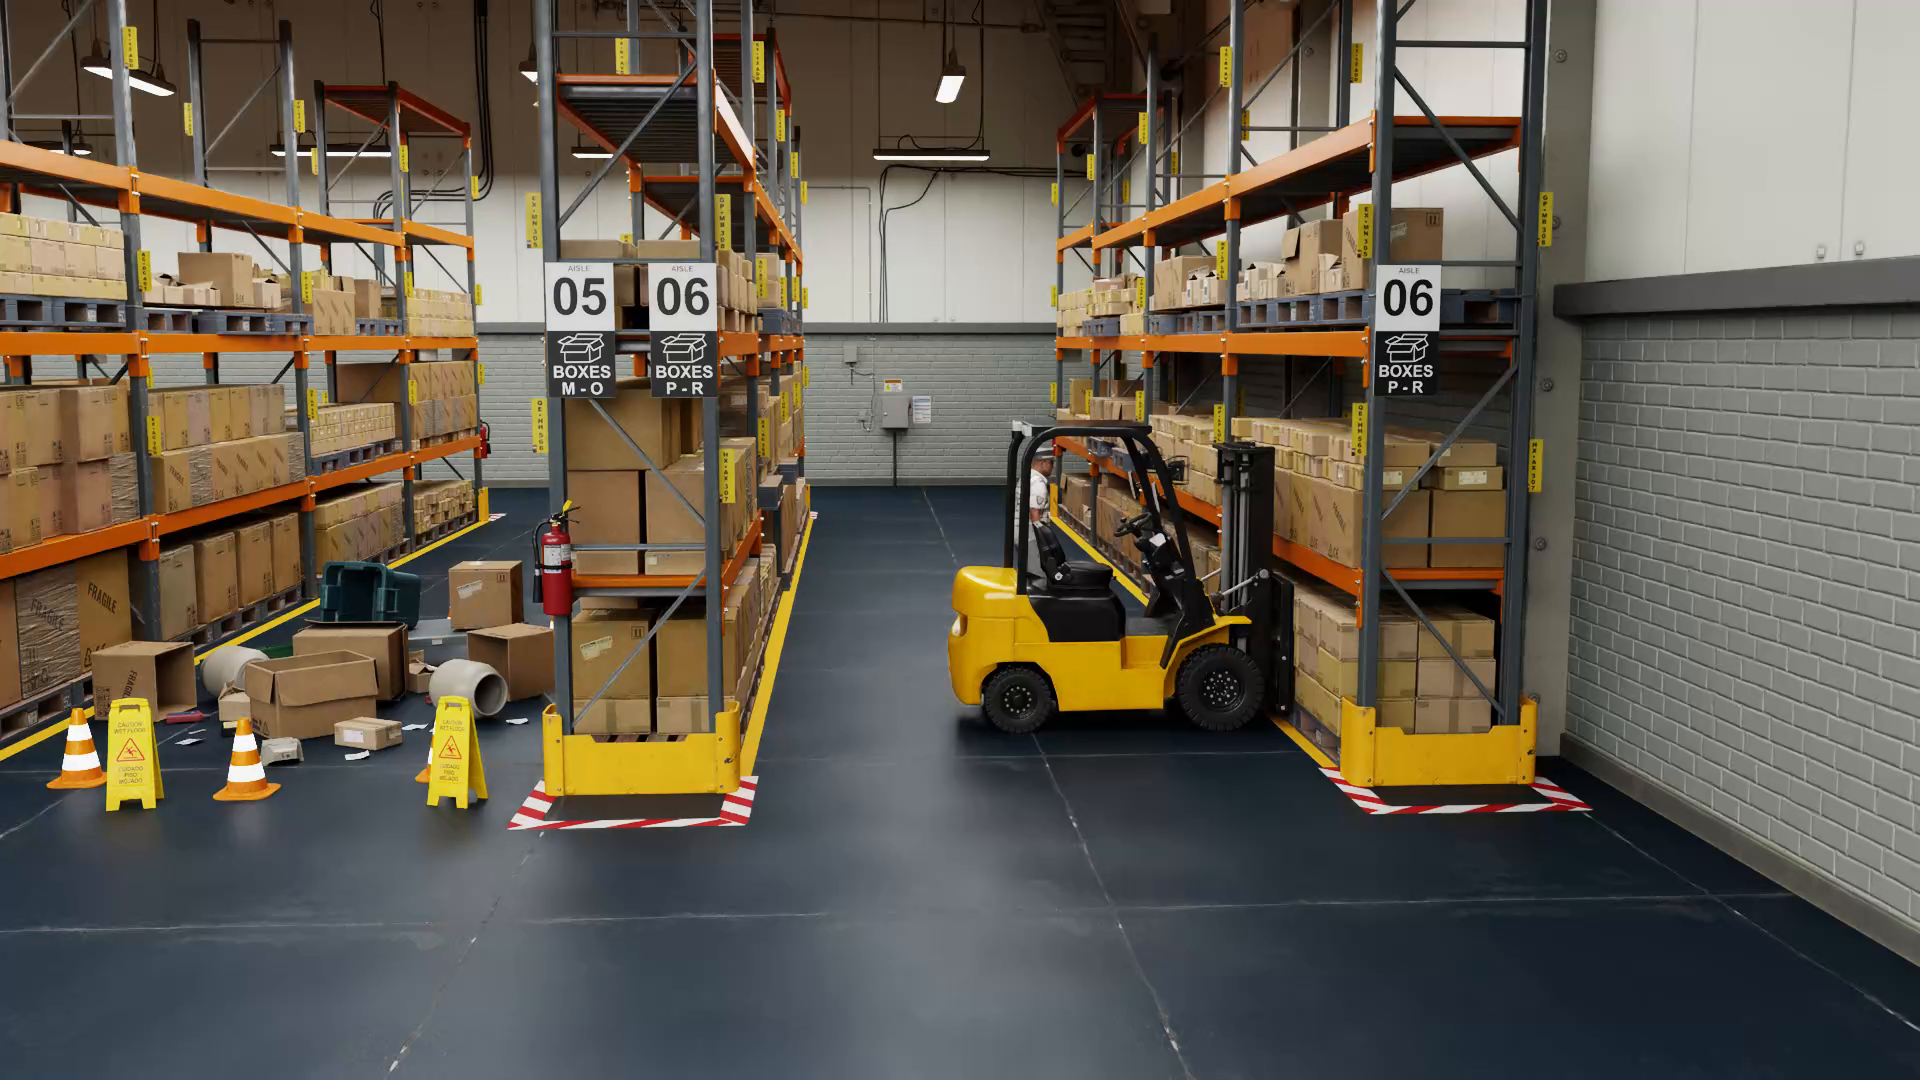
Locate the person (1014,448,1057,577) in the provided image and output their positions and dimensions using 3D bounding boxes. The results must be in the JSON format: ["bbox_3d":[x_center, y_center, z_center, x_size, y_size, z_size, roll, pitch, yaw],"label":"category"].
[{"bbox_3d":[0.693,0.005,15.664,0.434,1.748,0.587,-1,7,-4],"label":"person"}]
